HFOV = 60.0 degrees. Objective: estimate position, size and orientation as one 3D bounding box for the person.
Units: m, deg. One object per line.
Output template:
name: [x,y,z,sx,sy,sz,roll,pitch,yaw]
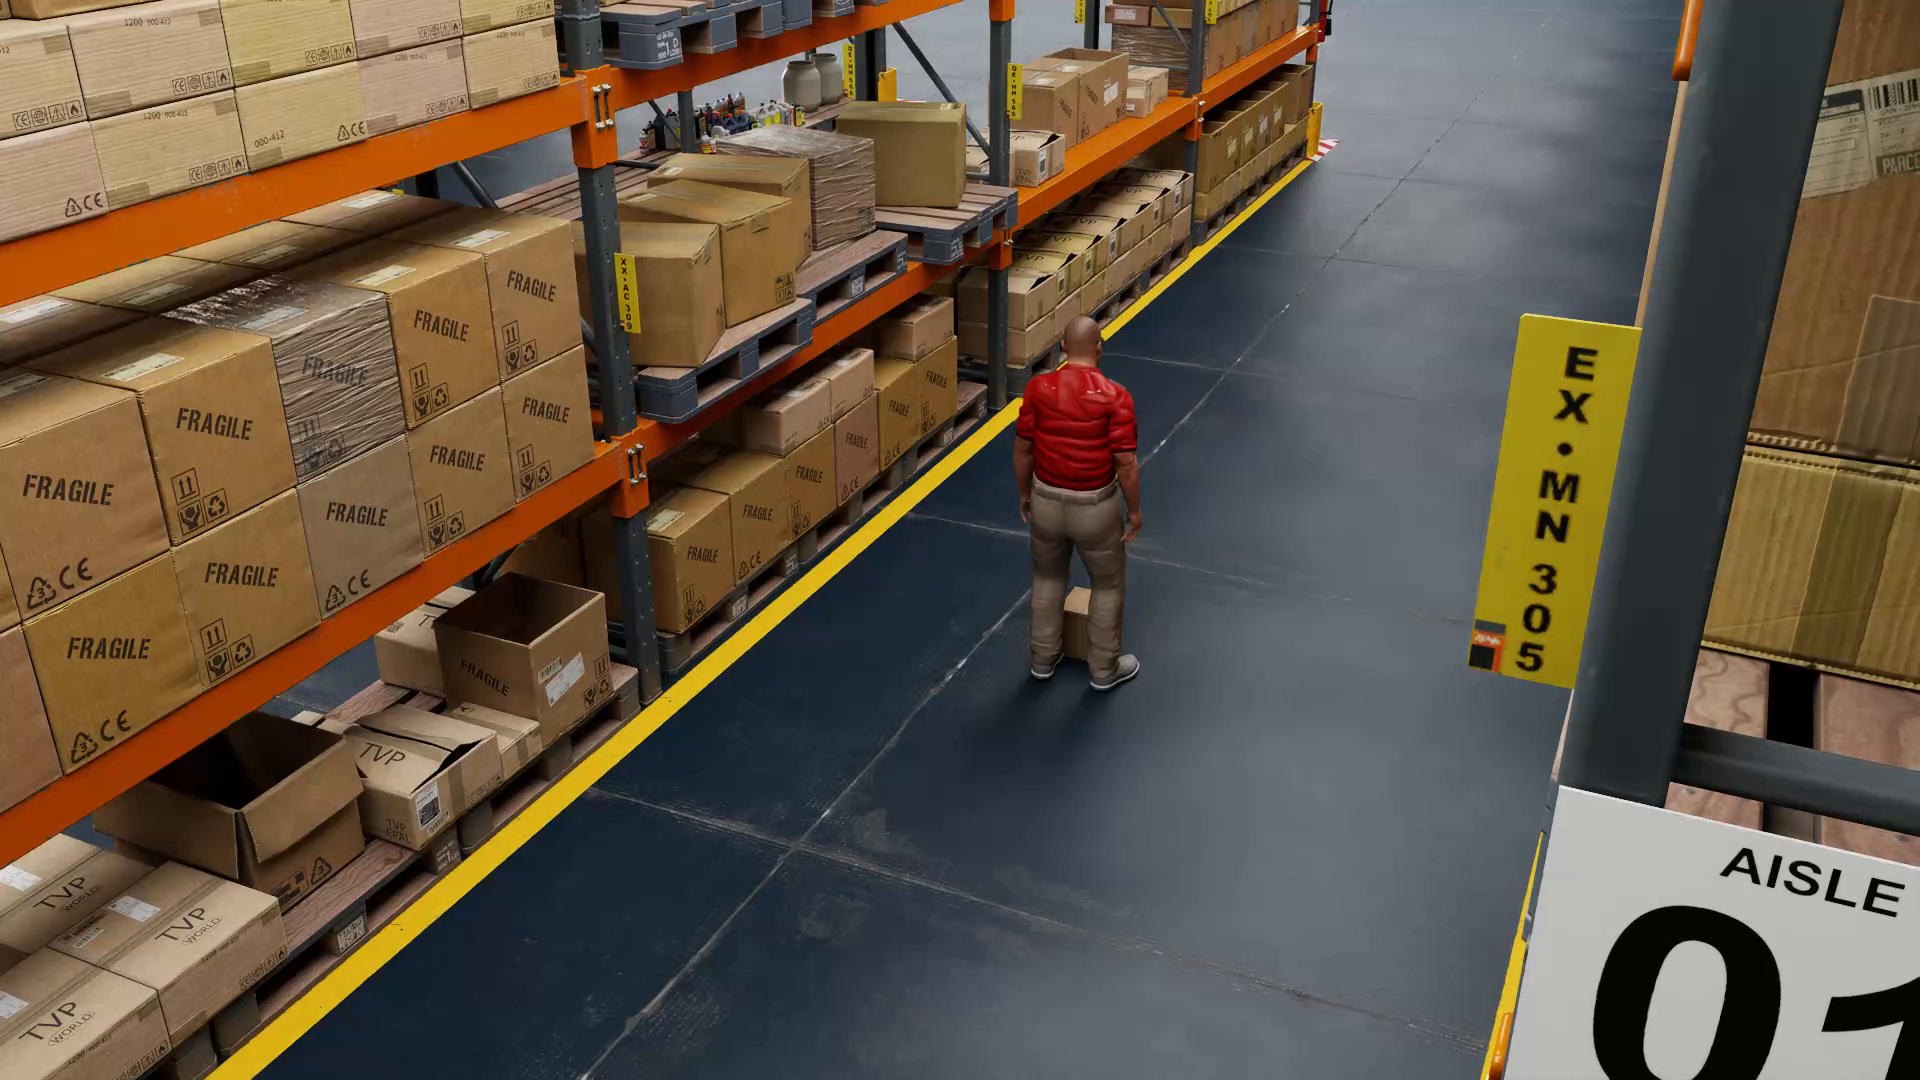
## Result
person: [0.527,-0.151,7.439,0.584,1.726,0.391,11,28,21]
